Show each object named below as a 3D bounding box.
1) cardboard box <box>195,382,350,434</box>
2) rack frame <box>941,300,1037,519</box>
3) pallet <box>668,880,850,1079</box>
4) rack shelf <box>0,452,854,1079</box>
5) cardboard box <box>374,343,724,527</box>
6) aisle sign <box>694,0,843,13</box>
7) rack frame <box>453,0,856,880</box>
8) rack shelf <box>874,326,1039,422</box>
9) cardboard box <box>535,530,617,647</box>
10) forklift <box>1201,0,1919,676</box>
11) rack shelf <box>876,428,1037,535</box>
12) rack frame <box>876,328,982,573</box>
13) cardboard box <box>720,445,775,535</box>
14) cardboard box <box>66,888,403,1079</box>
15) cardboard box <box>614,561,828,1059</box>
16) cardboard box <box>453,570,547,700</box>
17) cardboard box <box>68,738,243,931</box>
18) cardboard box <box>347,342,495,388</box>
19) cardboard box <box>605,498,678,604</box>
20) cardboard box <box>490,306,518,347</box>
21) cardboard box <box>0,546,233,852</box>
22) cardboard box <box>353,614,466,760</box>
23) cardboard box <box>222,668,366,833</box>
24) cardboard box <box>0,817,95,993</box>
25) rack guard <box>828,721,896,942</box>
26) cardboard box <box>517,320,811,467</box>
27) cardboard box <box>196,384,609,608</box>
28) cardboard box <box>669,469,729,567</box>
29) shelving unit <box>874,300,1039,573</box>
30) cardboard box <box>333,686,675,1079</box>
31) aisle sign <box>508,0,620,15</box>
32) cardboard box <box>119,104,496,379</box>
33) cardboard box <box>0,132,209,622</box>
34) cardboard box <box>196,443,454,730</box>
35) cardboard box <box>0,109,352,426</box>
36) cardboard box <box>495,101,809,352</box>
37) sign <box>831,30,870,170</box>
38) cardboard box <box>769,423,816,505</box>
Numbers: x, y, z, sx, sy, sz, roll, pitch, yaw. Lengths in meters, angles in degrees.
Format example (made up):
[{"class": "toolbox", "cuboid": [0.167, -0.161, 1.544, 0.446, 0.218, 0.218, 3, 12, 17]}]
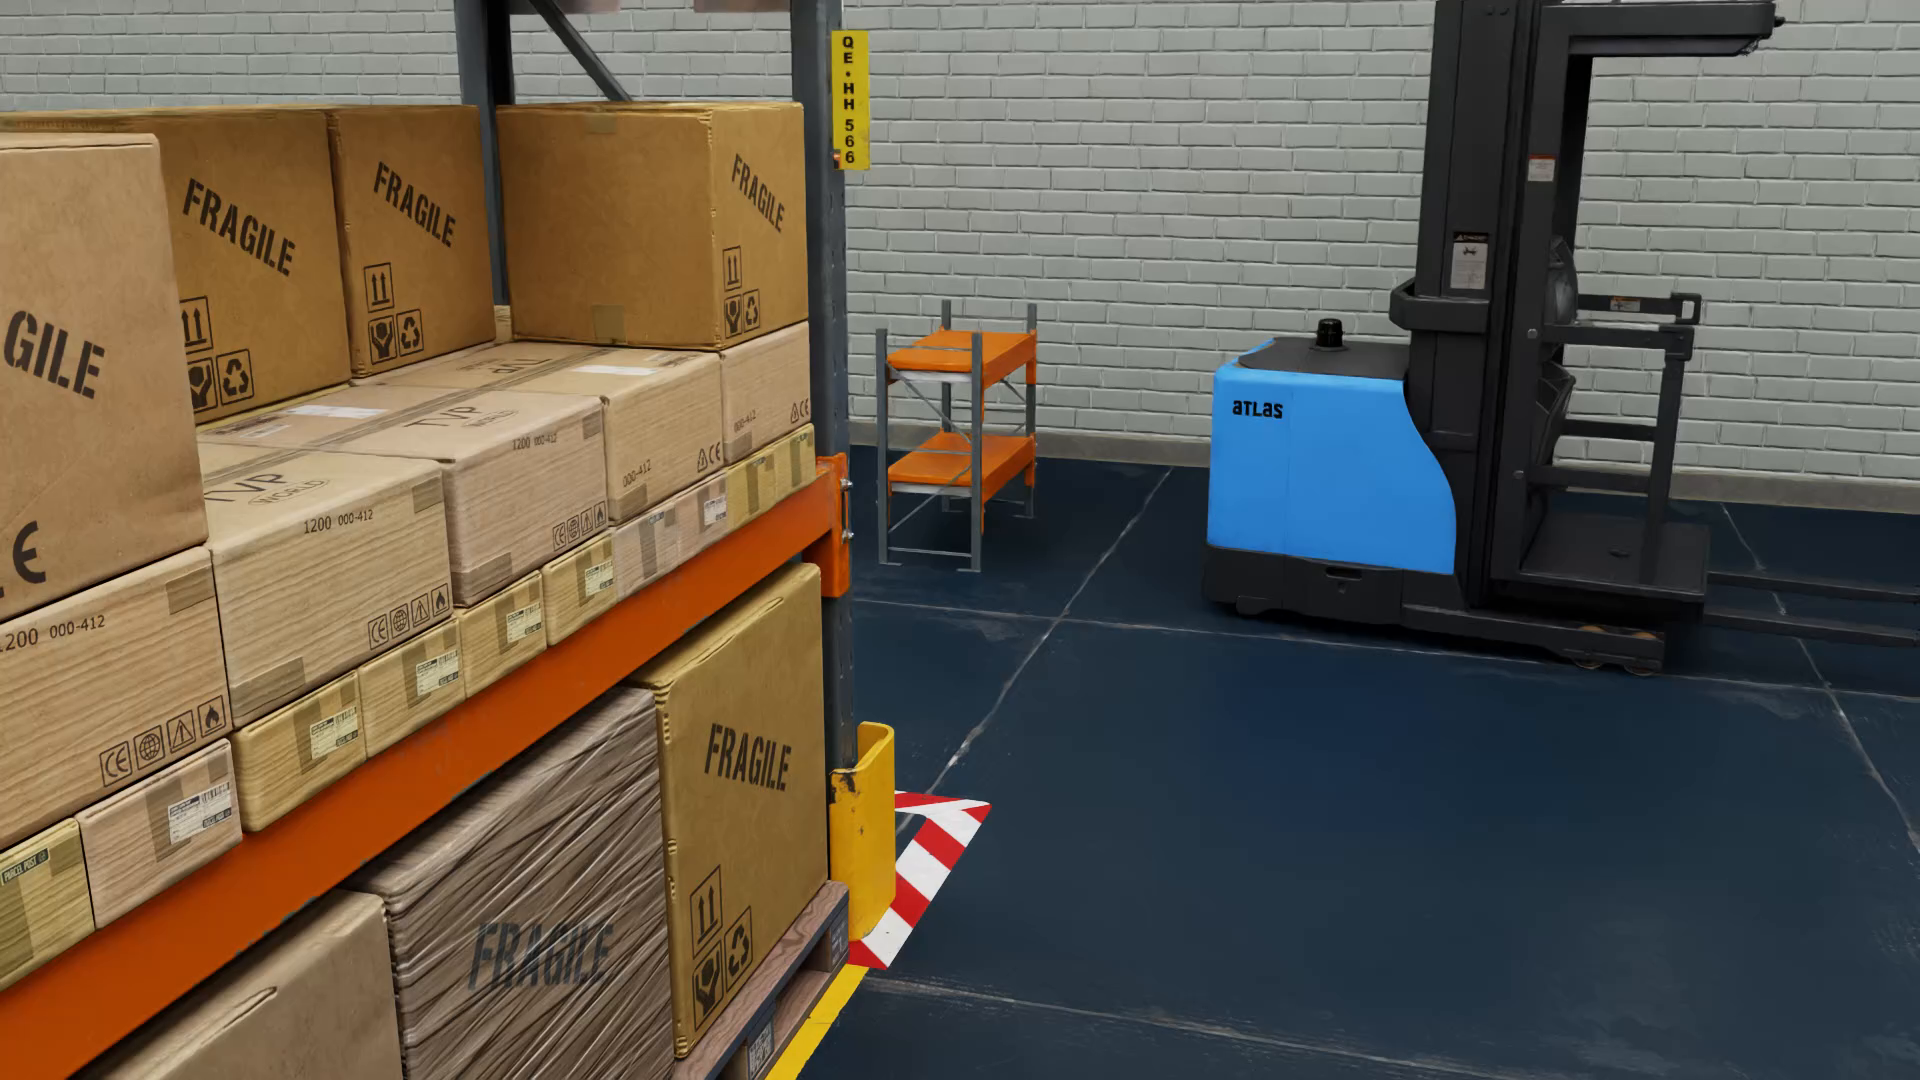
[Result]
[{"class": "cardboard box", "cuboid": [-1.466, -0.134, 3.034, 0.500, 0.250, 0.500, 4, 16, 14]}, {"class": "rack frame", "cuboid": [0.146, -0.676, 8.651, 0.500, 1.125, 0.032, 5, 16, 16]}, {"class": "pallet", "cuboid": [-0.935, 1.121, 3.989, 1.003, 0.211, 1.213, 5, 16, 16]}, {"class": "rack shelf", "cuboid": [-1.351, 0.434, 2.621, 1.077, 0.370, 4.000, 5, 16, 16]}, {"class": "cardboard box", "cuboid": [-0.811, -0.226, 3.360, 0.500, 0.250, 0.500, 4, 16, 15]}, {"class": "aisle sign", "cuboid": [-0.475, -1.682, 3.997, 0.394, 0.787, 0.004, 5, 16, 16]}, {"class": "rack frame", "cuboid": [-0.783, -0.435, 4.367, 1.000, 3.000, 0.127, 5, 16, 16]}, {"class": "rack shelf", "cuboid": [0.002, -0.825, 8.102, 0.538, 0.278, 1.000, 5, 16, 16]}, {"class": "cardboard box", "cuboid": [-0.857, 0.072, 3.041, 0.380, 0.149, 0.250, 4, 16, 15]}, {"class": "forklift", "cuboid": [2.610, -1.047, 6.648, 3.031, 2.935, 1.130, 7, 17, 24]}, {"class": "rack shelf", "cuboid": [0.002, -0.308, 8.249, 0.538, 0.278, 1.000, 5, 16, 16]}, {"class": "rack frame", "cuboid": [-0.143, -0.410, 7.713, 0.500, 1.125, 0.032, 5, 16, 16]}, {"class": "cardboard box", "cuboid": [-0.641, -0.128, 3.743, 0.380, 0.149, 0.250, 5, 17, 16]}, {"class": "cardboard box", "cuboid": [-1.400, 1.029, 2.327, 0.875, 0.875, 0.875, 5, 16, 16]}, {"class": "cardboard box", "cuboid": [-0.888, 0.558, 3.988, 0.875, 0.875, 0.875, 5, 16, 16]}, {"class": "cardboard box", "cuboid": [-0.931, 0.139, 2.801, 0.380, 0.149, 0.250, 5, 16, 16]}, {"class": "cardboard box", "cuboid": [-1.149, 0.341, 2.090, 0.380, 0.149, 0.250, 5, 17, 17]}, {"class": "cardboard box", "cuboid": [-1.320, -0.265, 3.497, 0.500, 0.250, 0.500, 4, 16, 15]}, {"class": "cardboard box", "cuboid": [-0.785, 0.003, 3.280, 0.380, 0.149, 0.250, 5, 17, 17]}, {"class": "cardboard box", "cuboid": [-1.178, -0.402, 3.978, 0.500, 0.250, 0.500, 4, 16, 14]}, {"class": "cardboard box", "cuboid": [-1.247, 0.172, 1.956, 0.500, 0.250, 0.500, 5, 17, 17]}, {"class": "cardboard box", "cuboid": [-1.003, 0.204, 2.573, 0.380, 0.149, 0.250, 5, 17, 17]}, {"class": "cardboard box", "cuboid": [-1.075, 0.272, 2.332, 0.380, 0.149, 0.250, 4, 16, 14]}, {"class": "cardboard box", "cuboid": [-1.222, 0.407, 1.858, 0.380, 0.149, 0.250, 4, 16, 15]}, {"class": "rack guard", "cuboid": [-0.776, 0.761, 4.730, 1.175, 0.500, 0.348, 5, 16, 16]}, {"class": "cardboard box", "cuboid": [-0.666, -0.359, 3.828, 0.500, 0.250, 0.500, 4, 16, 15]}, {"class": "cardboard box", "cuboid": [-0.955, -0.093, 2.890, 0.500, 0.250, 0.500, 4, 16, 14]}, {"class": "cardboard box", "cuboid": [-0.714, -0.062, 3.510, 0.380, 0.149, 0.250, 5, 16, 16]}, {"class": "shelving unit", "cuboid": [0.002, -0.543, 8.182, 0.538, 1.125, 1.048, 5, 16, 16]}, {"class": "cardboard box", "cuboid": [-1.147, 0.797, 3.148, 0.875, 0.875, 0.875, 5, 16, 16]}, {"class": "aisle sign", "cuboid": [-1.050, -1.728, 4.161, 0.394, 0.787, 0.004, 5, 16, 16]}, {"class": "cardboard box", "cuboid": [-1.320, -0.632, 3.415, 0.500, 0.500, 0.500, 4, 16, 15]}, {"class": "cardboard box", "cuboid": [-1.248, -0.191, 1.860, 0.500, 0.500, 0.500, 4, 16, 14]}, {"class": "cardboard box", "cuboid": [-1.100, 0.043, 2.409, 0.500, 0.250, 0.500, 5, 16, 16]}, {"class": "cardboard box", "cuboid": [-1.462, -0.496, 2.935, 0.500, 0.500, 0.500, 4, 16, 14]}, {"class": "cardboard box", "cuboid": [-0.670, -0.719, 3.724, 0.500, 0.500, 0.500, 5, 17, 17]}, {"class": "sign", "cuboid": [-0.267, -1.061, 4.016, 0.100, 0.325, 0.005, 5, 16, 16]}, {"class": "cardboard box", "cuboid": [-0.569, -0.196, 3.983, 0.380, 0.149, 0.250, 5, 17, 17]}]
